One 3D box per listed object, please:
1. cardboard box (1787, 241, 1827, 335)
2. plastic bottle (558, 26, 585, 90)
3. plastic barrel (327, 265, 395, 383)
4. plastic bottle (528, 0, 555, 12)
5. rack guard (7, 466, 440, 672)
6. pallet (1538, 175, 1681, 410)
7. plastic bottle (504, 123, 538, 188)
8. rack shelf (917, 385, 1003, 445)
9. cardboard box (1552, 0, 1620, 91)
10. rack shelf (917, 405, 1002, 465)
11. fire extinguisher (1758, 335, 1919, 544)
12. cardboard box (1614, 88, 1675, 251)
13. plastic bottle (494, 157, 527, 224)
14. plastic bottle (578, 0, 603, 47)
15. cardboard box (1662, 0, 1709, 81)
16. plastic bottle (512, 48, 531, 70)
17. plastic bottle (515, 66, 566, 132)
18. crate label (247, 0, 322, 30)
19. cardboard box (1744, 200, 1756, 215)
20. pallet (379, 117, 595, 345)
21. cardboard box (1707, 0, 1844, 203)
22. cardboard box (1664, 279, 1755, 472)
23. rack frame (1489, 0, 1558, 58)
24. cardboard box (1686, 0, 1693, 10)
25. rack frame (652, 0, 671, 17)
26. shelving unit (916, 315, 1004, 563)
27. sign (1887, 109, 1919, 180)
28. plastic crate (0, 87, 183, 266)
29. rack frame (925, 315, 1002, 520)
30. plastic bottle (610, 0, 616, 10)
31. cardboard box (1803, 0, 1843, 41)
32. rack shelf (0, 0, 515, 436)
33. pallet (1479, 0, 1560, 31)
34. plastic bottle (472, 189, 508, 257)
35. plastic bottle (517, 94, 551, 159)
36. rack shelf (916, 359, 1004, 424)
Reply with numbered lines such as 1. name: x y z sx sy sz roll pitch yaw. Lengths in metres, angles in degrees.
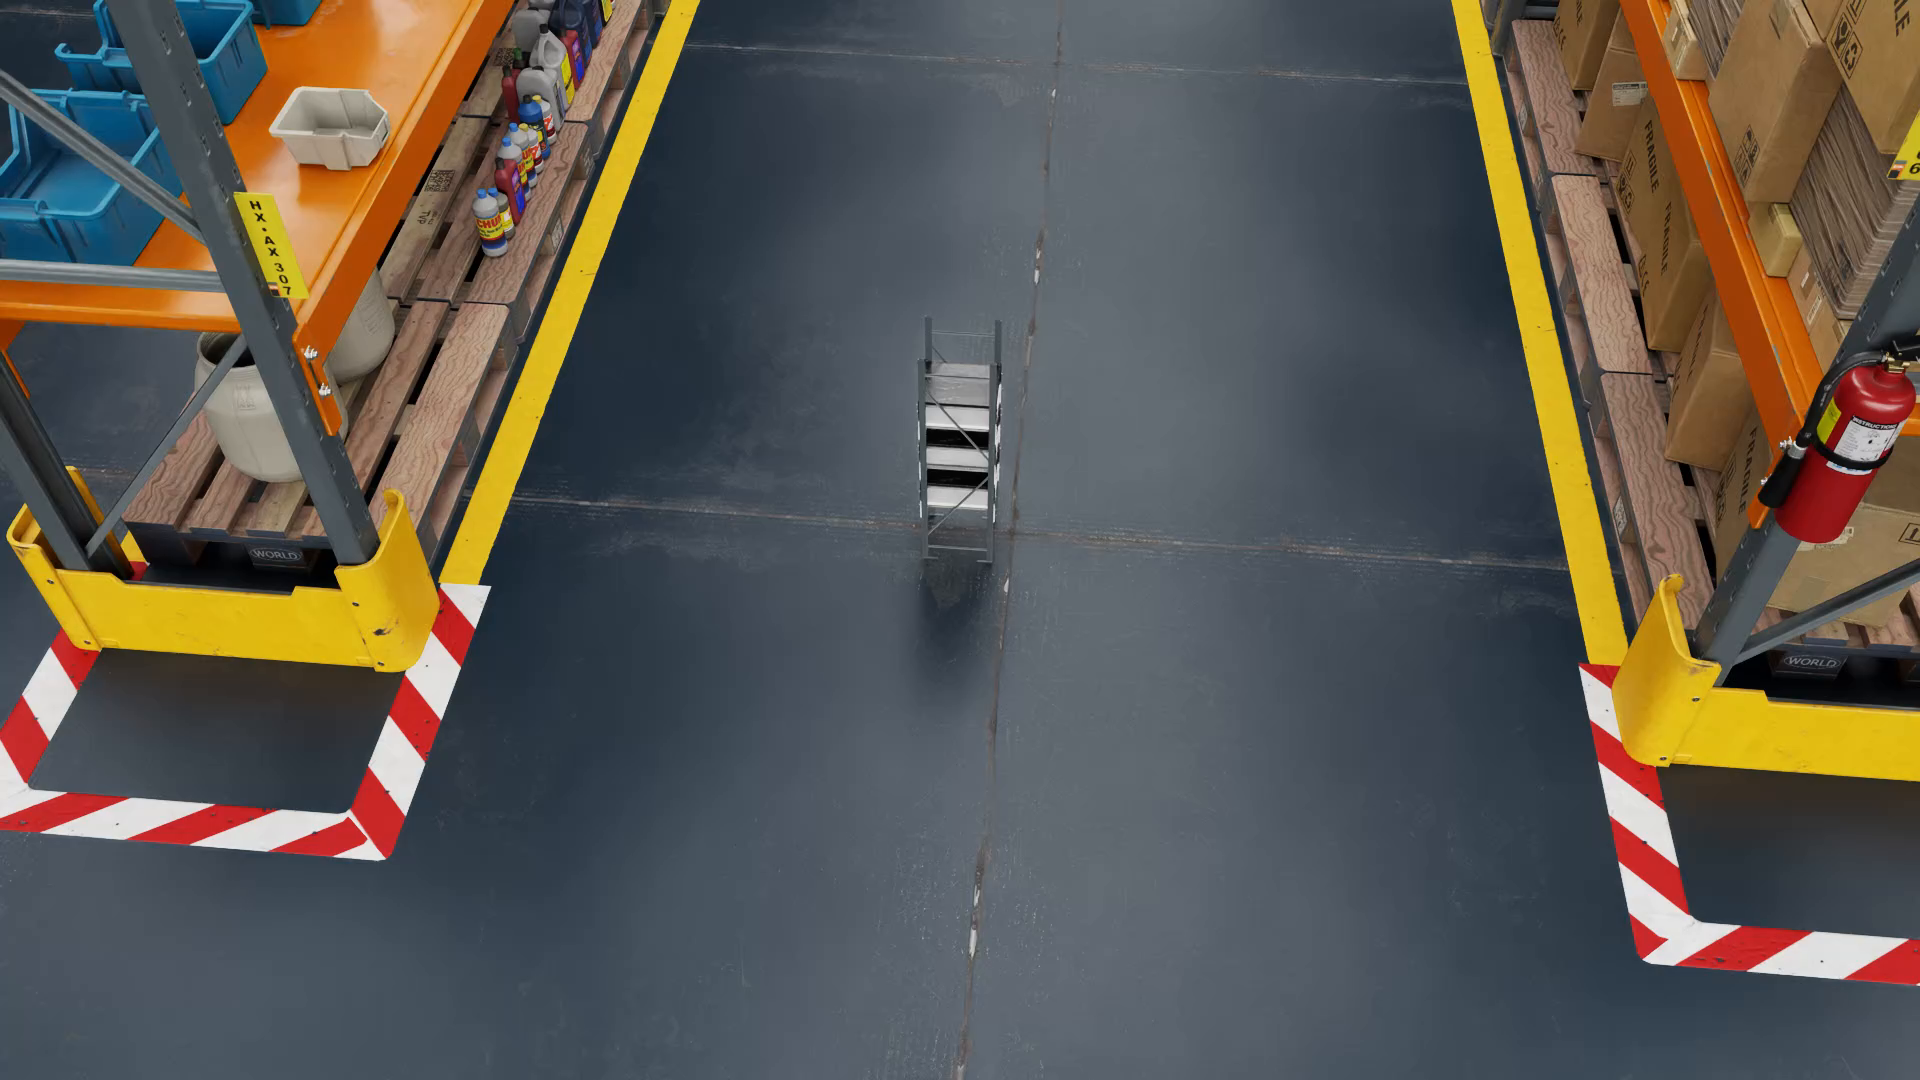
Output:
1. cardboard box: 2.489 -0.678 4.508 0.380 0.149 0.250 4 48 4
2. plastic bottle: -1.685 -2.104 7.184 0.061 0.283 0.133 7 48 6
3. plastic barrel: -2.258 -0.848 5.894 0.421 0.512 0.421 0 48 0
4. plastic bottle: -1.838 -2.400 7.409 0.144 0.351 0.185 4 48 4
5. rack guard: -2.327 0.096 5.324 1.175 0.500 0.348 4 48 4
6. pallet: 2.875 -0.959 6.484 1.003 0.211 1.213 4 48 4
7. plastic bottle: -1.771 -1.553 6.689 0.097 0.271 0.097 0 48 0
8. rack shelf: 0.001 -0.409 5.315 0.258 0.077 0.200 4 48 4
9. cardboard box: 2.933 -2.302 7.232 0.500 0.500 0.500 3 48 2
10. rack shelf: 0.001 -0.348 5.382 0.258 0.077 0.200 4 48 4
11. fire extinguisher: 2.176 -0.277 4.023 0.296 0.674 0.183 4 48 4
12. cardboard box: 2.910 -1.419 6.425 0.500 0.500 0.500 0 48 0
13. plastic bottle: -1.773 -1.397 6.538 0.061 0.283 0.133 5 48 4
14. plastic bottle: -1.694 -2.390 7.400 0.144 0.351 0.185 3 48 2
15. cardboard box: 2.498 -1.604 5.354 0.380 0.149 0.250 4 48 4
16. plastic bottle: -1.846 -1.977 7.068 0.061 0.283 0.133 4 48 4
17. plastic bottle: -1.760 -1.867 6.973 0.152 0.276 0.135 5 48 4
18. crate label: -2.389 -2.072 5.588 0.502 0.435 0.616 4 48 4
19. cardboard box: 2.499 -1.048 4.846 0.380 0.149 0.250 4 48 4
20. pallet: -2.134 -1.297 6.794 1.003 0.211 1.213 4 48 4
21. cardboard box: 2.649 -1.268 4.607 0.875 0.500 0.500 4 48 4
22. cardboard box: 2.739 -0.553 5.633 0.500 0.500 0.500 15 49 14
23. rack frame: 3.010 -3.295 6.731 1.000 3.000 0.127 4 48 4
24. cardboard box: 2.794 -1.999 5.276 0.875 0.500 0.500 4 48 4
25. rack frame: -1.923 -3.628 7.036 1.000 3.000 0.127 4 48 4
26. shelving unit: 0.001 -0.310 5.423 0.258 0.900 0.210 4 48 4
27. sign: 2.094 -0.905 3.546 0.100 0.325 0.005 4 48 4
28. plastic crate: -2.540 -1.027 4.757 0.499 0.251 0.616 4 48 4
29. rack frame: 0.010 -0.384 5.492 0.240 0.900 0.006 4 48 4
30. plastic bottle: -1.645 -2.545 7.643 0.097 0.201 0.097 0 48 0
31. cardboard box: 2.489 -1.616 4.248 0.500 0.500 0.500 4 48 4
32. rack shelf: -2.105 -1.916 5.957 1.077 0.370 4.000 4 48 4
33. pallet: 3.079 -2.926 8.283 1.003 0.211 1.213 4 48 4
34. plastic bottle: -1.812 -1.228 6.391 0.097 0.271 0.097 0 48 0
35. plastic bottle: -1.753 -1.702 6.825 0.097 0.271 0.097 0 48 0
36. rack shelf: 0.001 -0.469 5.249 0.258 0.077 0.200 4 48 4
